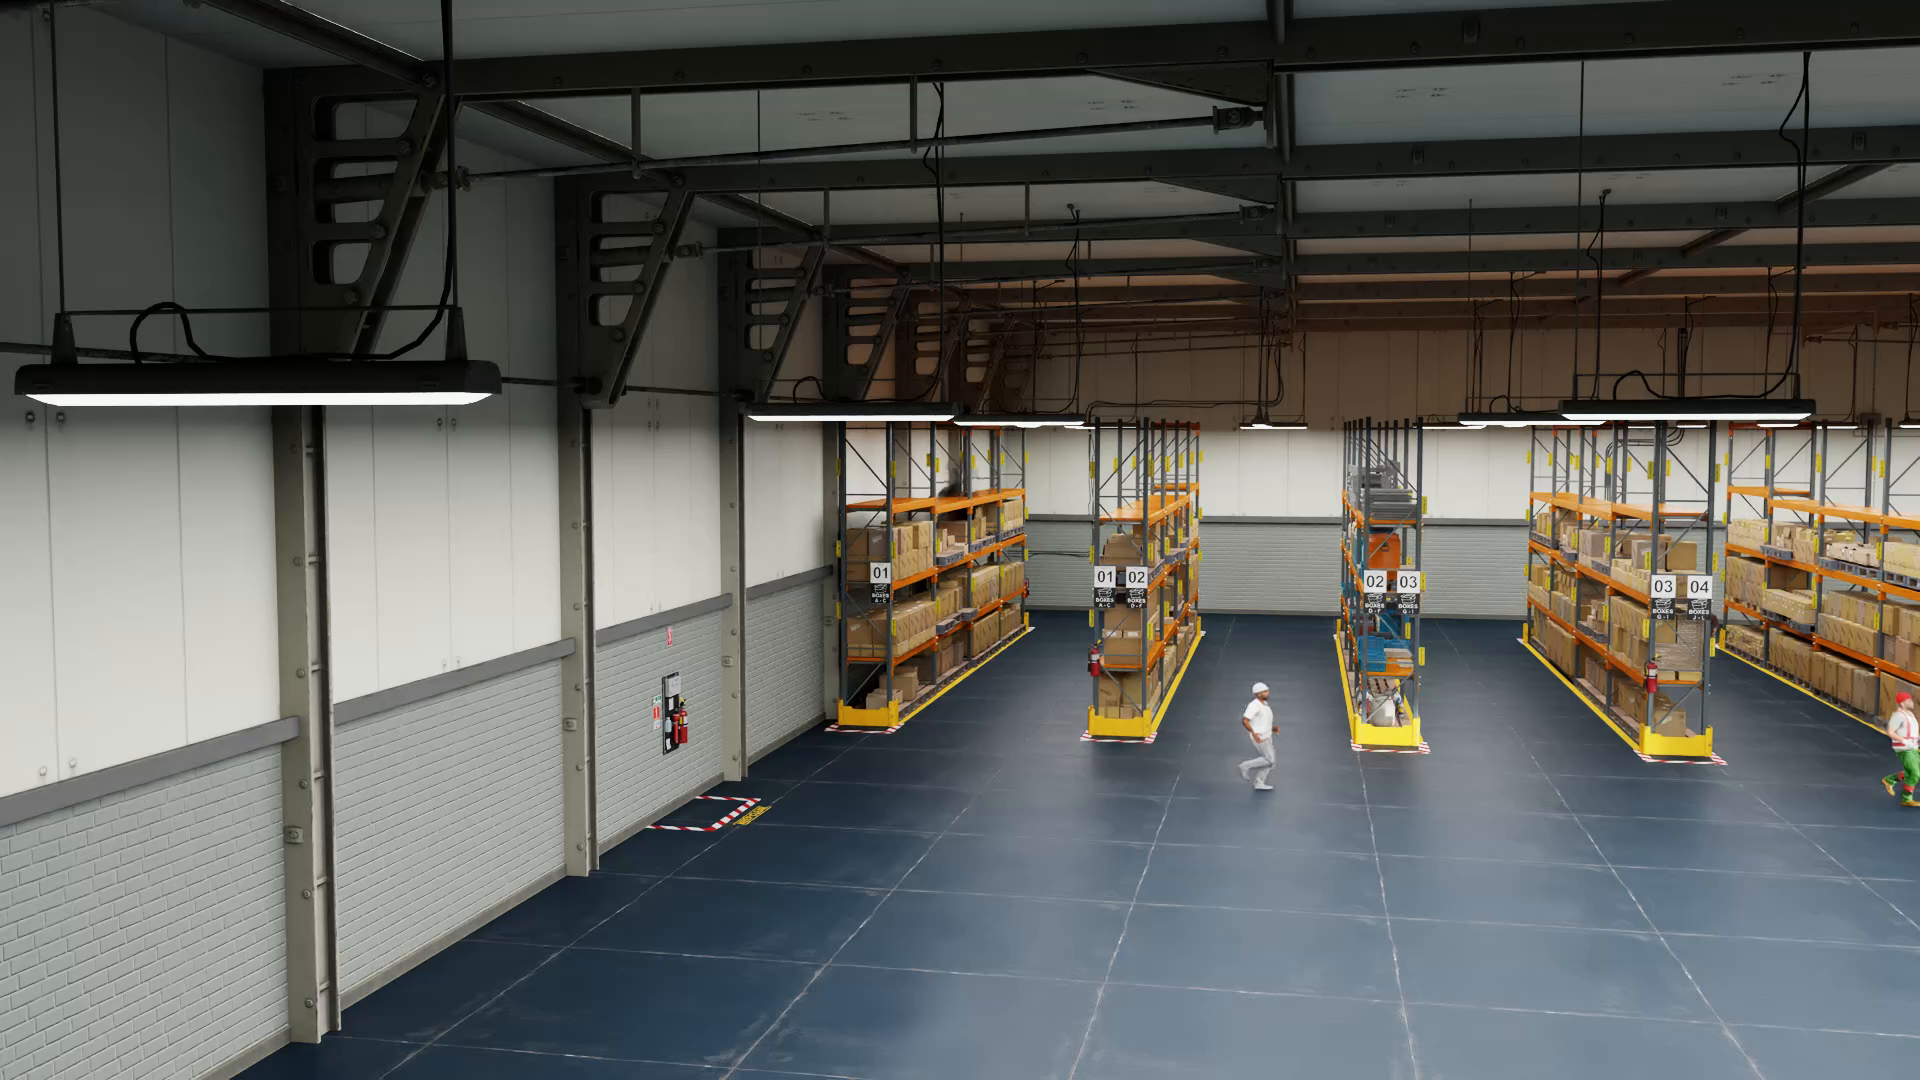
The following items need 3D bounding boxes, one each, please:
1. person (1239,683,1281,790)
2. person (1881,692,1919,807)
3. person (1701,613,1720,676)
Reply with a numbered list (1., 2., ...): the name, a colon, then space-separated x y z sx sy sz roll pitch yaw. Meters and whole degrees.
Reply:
1. person: 4.801 3.145 26.620 0.587 1.723 0.705 2 4 30
2. person: 14.459 3.196 25.519 0.655 1.738 0.631 -3 5 -39
3. person: 17.273 2.343 38.649 0.682 1.792 0.766 0 4 7
